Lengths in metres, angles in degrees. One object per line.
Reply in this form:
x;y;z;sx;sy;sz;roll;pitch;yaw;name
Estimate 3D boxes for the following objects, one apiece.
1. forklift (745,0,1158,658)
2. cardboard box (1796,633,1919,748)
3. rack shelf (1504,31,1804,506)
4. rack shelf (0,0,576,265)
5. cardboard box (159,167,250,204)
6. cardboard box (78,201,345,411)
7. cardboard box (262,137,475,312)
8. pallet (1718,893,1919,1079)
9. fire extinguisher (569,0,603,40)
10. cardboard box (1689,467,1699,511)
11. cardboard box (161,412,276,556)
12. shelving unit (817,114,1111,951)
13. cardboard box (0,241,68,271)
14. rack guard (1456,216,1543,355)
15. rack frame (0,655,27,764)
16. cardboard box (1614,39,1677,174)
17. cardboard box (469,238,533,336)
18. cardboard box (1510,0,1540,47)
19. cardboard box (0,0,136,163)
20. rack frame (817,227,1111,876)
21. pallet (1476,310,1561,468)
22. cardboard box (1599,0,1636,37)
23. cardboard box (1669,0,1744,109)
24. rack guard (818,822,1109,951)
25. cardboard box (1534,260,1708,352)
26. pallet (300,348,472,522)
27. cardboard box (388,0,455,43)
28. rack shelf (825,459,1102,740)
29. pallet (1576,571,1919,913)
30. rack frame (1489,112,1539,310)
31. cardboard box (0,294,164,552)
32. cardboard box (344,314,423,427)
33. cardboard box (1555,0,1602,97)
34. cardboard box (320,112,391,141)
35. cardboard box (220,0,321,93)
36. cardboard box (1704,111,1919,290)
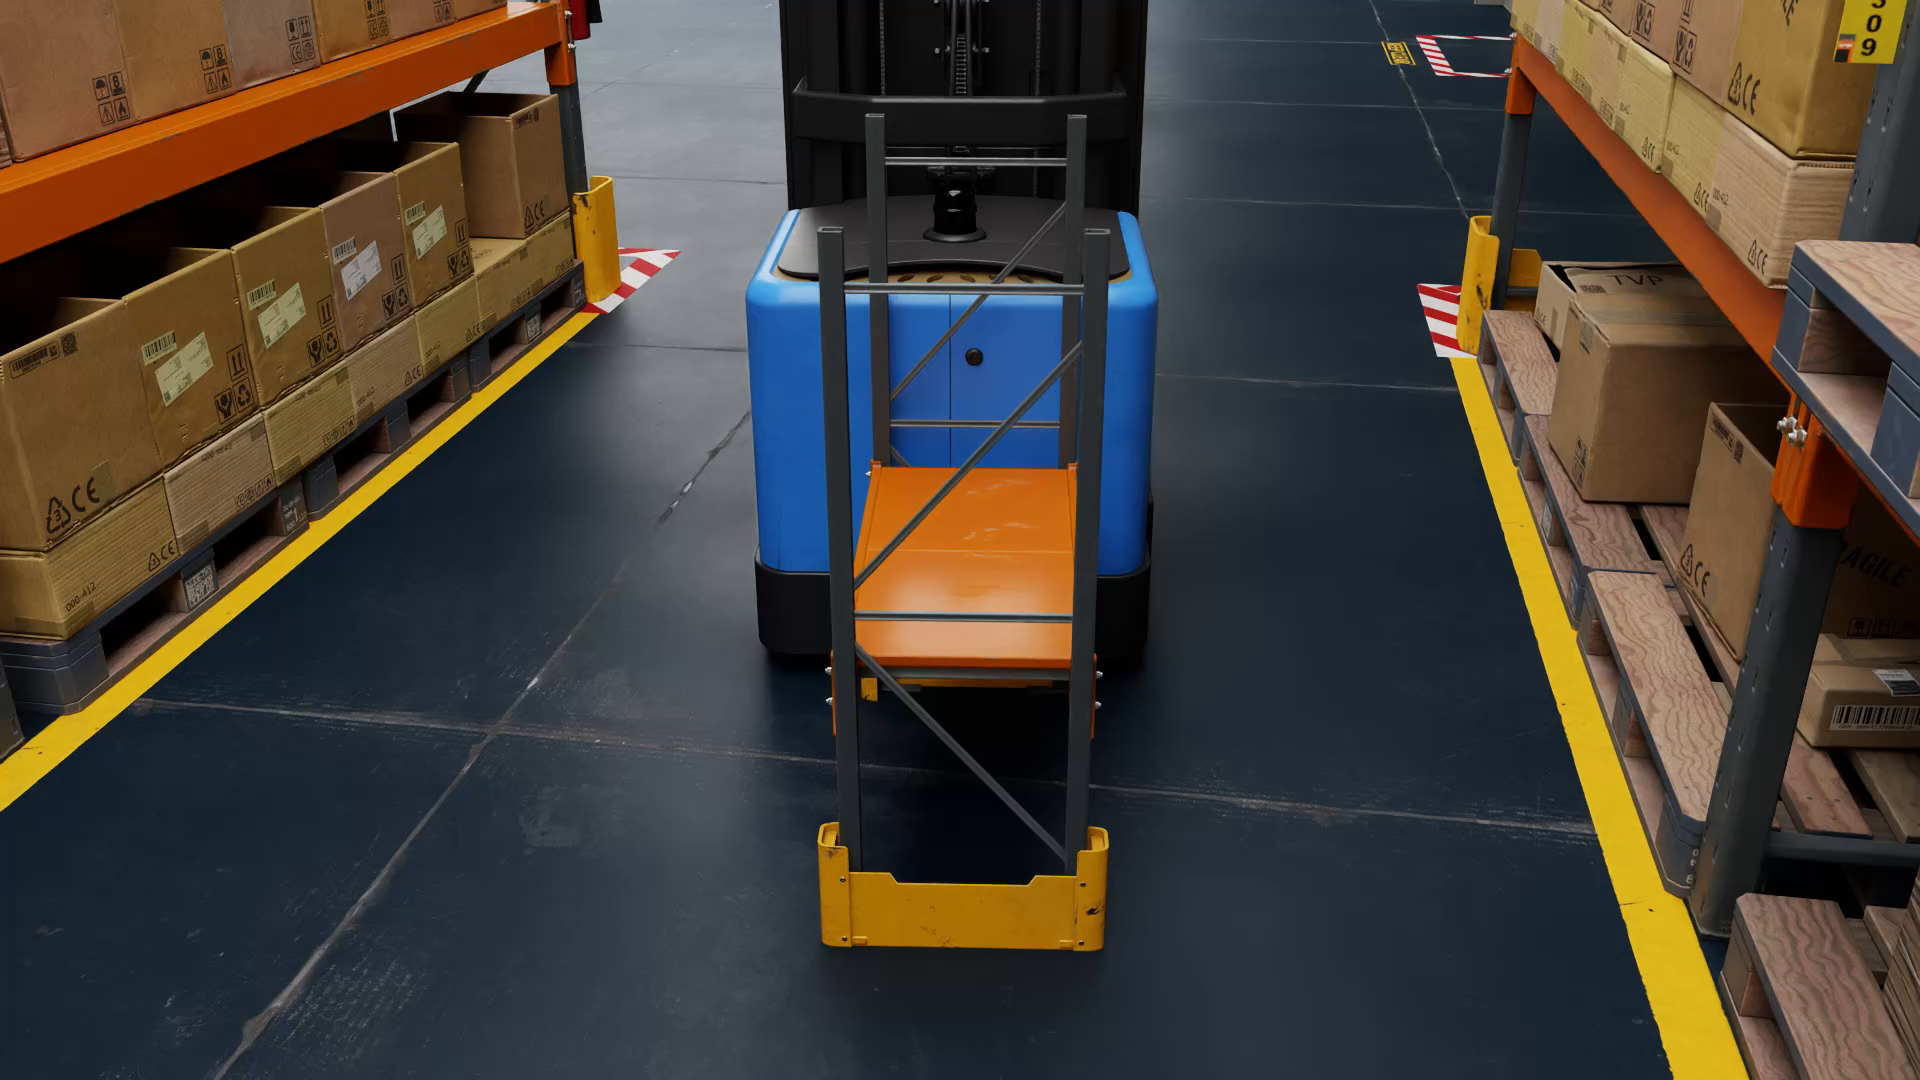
0.017;-1.594;5.198;1.130;2.935;3.031;1;25;1;forklift
2.105;0.341;3.807;0.380;0.166;0.250;1;25;2;cardboard box
2.374;-1.028;4.757;1.077;0.370;4.000;4;25;9;rack shelf
-2.514;-1.370;5.486;1.077;0.370;4.000;4;25;9;rack shelf
-2.742;-0.980;5.670;0.500;0.500;0.500;4;25;9;cardboard box
-2.293;-0.734;5.143;0.500;0.500;0.500;4;25;9;cardboard box
-2.130;-1.152;6.037;0.500;0.500;0.500;4;25;9;cardboard box
1.921;1.071;2.712;1.003;0.211;1.213;4;25;9;pallet
-1.709;-2.514;7.174;0.296;0.674;0.183;4;25;9;fire extinguisher
2.328;-0.093;4.754;0.380;0.149;0.250;2;25;4;cardboard box
-2.379;-0.186;4.856;0.500;0.250;0.500;4;25;9;cardboard box
0.021;-0.062;3.613;0.587;1.500;1.083;1;25;2;shelving unit
-2.887;-0.561;4.774;0.500;0.500;0.500;4;25;9;cardboard box
2.688;-1.026;6.853;1.175;0.500;0.348;4;25;9;rack guard
-2.841;-0.859;3.547;1.000;3.000;0.127;4;25;9;rack frame
1.982;-1.097;4.208;0.500;0.250;0.500;4;25;8;cardboard box
-2.053;-1.022;6.643;0.500;0.250;0.500;4;25;9;cardboard box
2.308;-1.949;6.030;0.500;0.250;0.500;3;25;7;cardboard box
-2.695;-1.311;4.395;0.700;0.500;0.500;4;25;8;cardboard box
0.006;0.150;3.161;0.500;1.500;0.032;1;25;2;rack frame
2.521;-0.558;6.194;1.003;0.211;1.213;4;25;9;pallet
2.072;-1.654;4.514;0.500;0.500;0.500;5;26;10;cardboard box
1.895;-1.226;3.601;0.500;0.500;0.500;4;25;8;cardboard box
0.006;0.715;3.427;0.587;0.250;0.087;1;25;2;rack guard
2.499;-0.889;6.263;0.500;0.311;0.500;1;25;3;cardboard box
-2.472;-0.438;5.936;1.003;0.211;1.213;4;25;9;pallet
-2.357;-2.163;6.215;0.700;0.500;0.500;5;25;10;cardboard box
0.021;0.097;3.698;0.538;0.185;1.000;1;25;2;rack shelf
2.122;0.462;4.013;1.003;0.211;1.213;4;25;9;pallet
2.701;-2.190;6.391;1.000;3.000;0.127;4;25;9;rack frame
-2.456;-0.316;4.250;0.500;0.500;0.500;4;25;9;cardboard box
-2.216;-0.604;5.750;0.500;0.250;0.500;4;25;9;cardboard box
2.148;-1.519;5.109;0.500;0.250;0.500;4;25;8;cardboard box
-2.574;-1.398;6.563;0.500;0.500;0.500;4;25;9;cardboard box
-2.526;-1.735;5.301;0.700;0.500;0.500;5;26;10;cardboard box
1.825;-0.678;3.313;0.500;0.250;0.500;4;25;9;cardboard box
